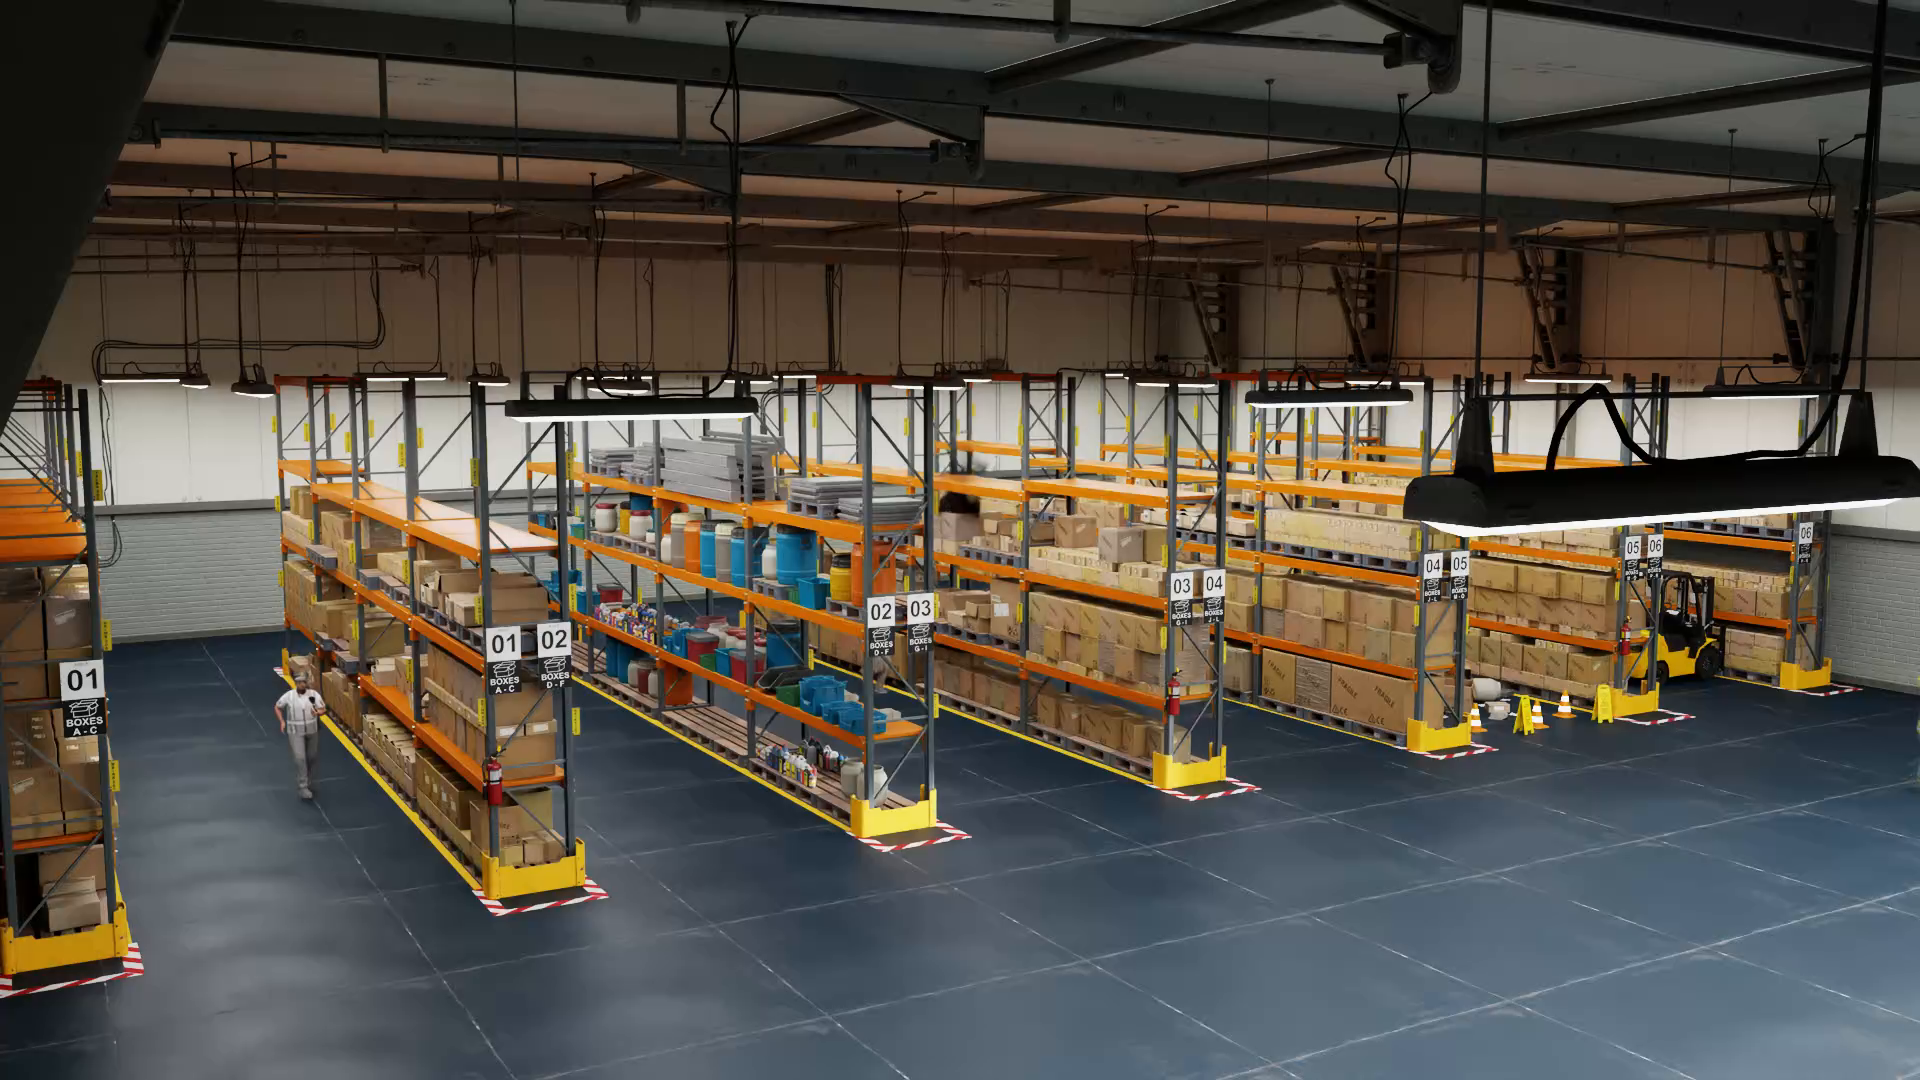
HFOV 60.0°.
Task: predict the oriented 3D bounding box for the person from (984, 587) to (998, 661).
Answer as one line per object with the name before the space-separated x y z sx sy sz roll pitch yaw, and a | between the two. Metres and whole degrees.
person | 0.573 1.688 33.417 0.579 1.491 0.799 -5 8 -37

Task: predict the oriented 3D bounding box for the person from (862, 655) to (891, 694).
person | -1.461 1.929 29.960 0.667 1.679 0.598 -5 8 -37

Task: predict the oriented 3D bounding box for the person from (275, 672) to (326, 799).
person | -9.548 2.784 24.176 0.662 1.768 0.968 -4 8 -35
